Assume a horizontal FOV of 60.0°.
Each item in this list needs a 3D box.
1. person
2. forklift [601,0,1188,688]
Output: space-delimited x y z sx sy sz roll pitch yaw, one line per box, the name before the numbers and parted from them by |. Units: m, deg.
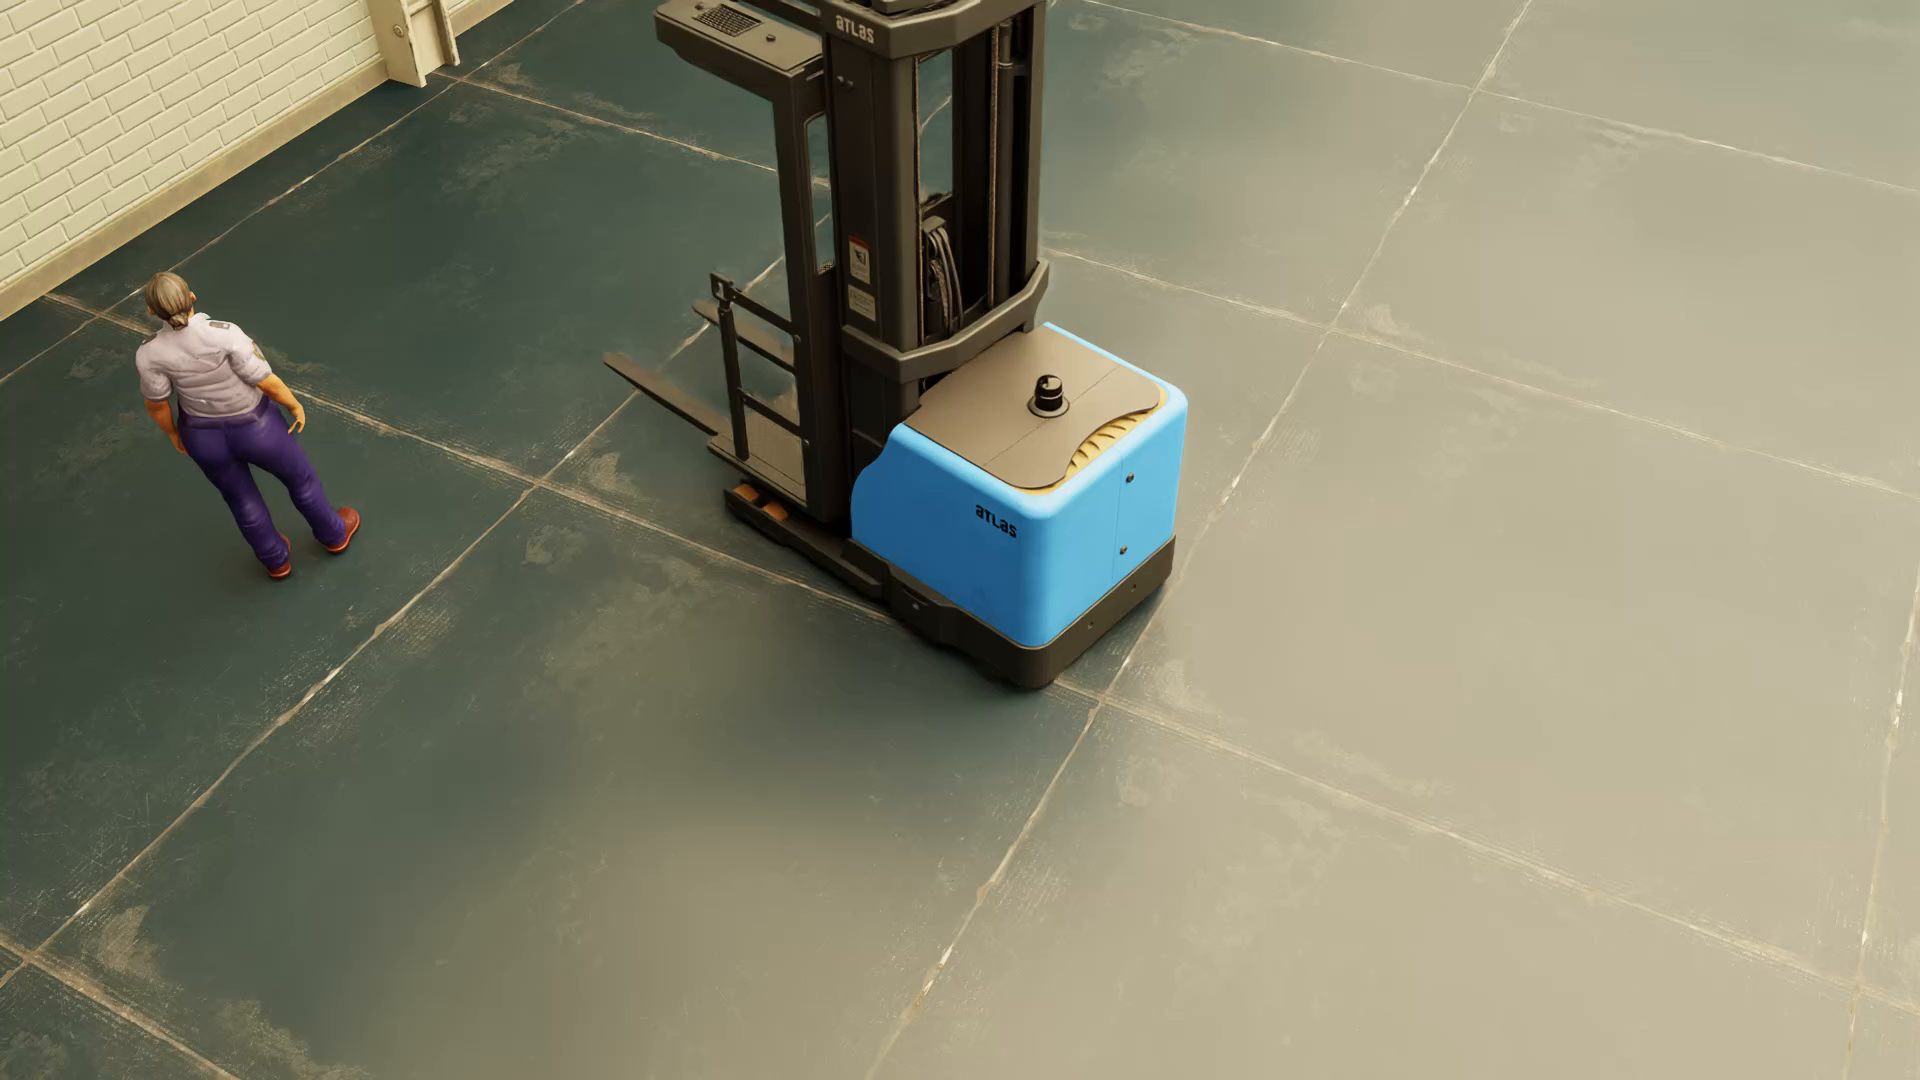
person | -3.091 -0.527 7.140 0.596 1.651 0.503 -9 44 -10
forklift | -0.476 -1.318 7.053 3.031 2.935 1.130 31 52 29
